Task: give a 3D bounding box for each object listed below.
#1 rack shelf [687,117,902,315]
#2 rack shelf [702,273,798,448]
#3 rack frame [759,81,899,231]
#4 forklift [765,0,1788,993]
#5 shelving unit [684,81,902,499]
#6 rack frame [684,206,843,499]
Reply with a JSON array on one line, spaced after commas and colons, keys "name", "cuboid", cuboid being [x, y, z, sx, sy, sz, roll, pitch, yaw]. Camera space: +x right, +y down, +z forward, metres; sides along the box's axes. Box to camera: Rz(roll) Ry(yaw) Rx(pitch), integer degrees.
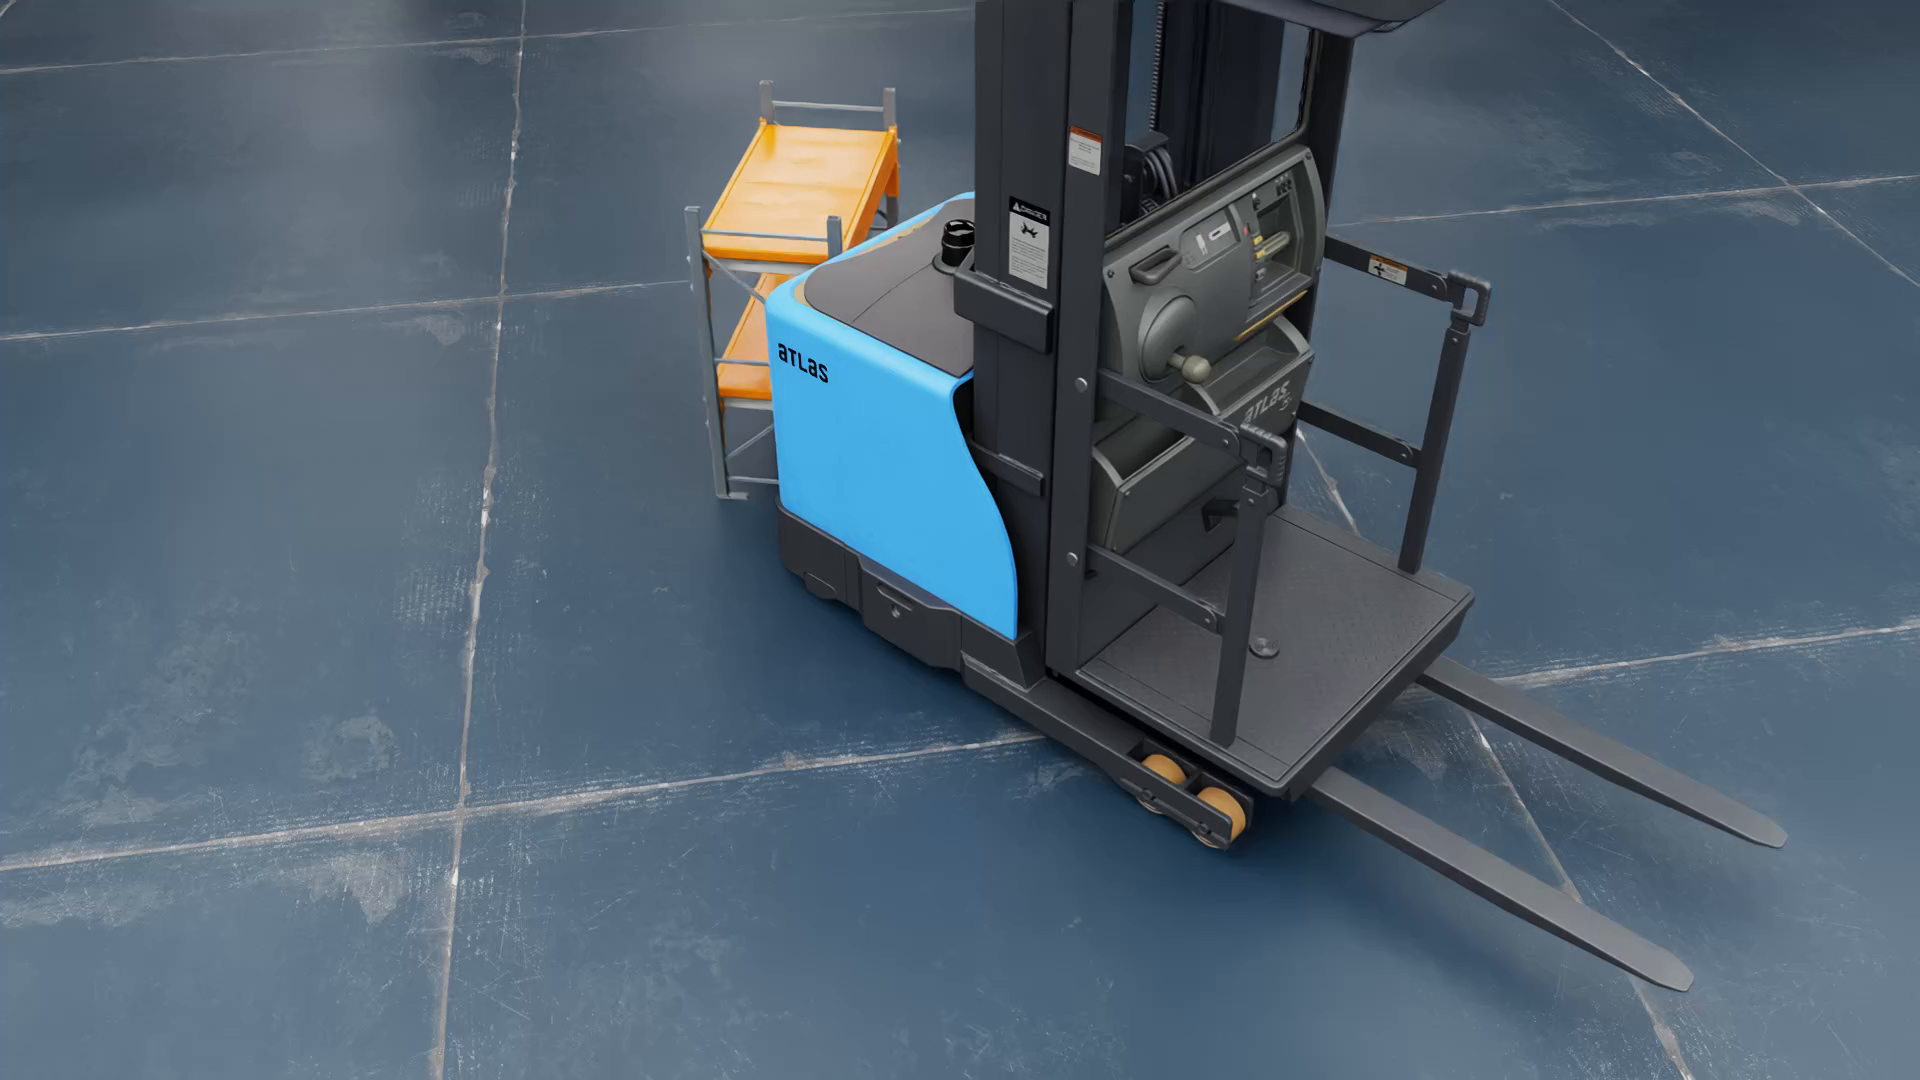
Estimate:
[{"name": "rack shelf", "cuboid": [-0.552, -1.127, 5.806, 0.538, 0.278, 1.000, 5, 38, 6]}, {"name": "rack shelf", "cuboid": [-0.552, -0.702, 6.136, 0.538, 0.278, 1.000, 5, 38, 6]}, {"name": "rack frame", "cuboid": [-0.482, -1.204, 6.383, 0.500, 1.125, 0.032, 5, 38, 6]}, {"name": "forklift", "cuboid": [0.834, -0.666, 4.219, 3.031, 2.935, 1.130, 29, 46, 32]}, {"name": "shelving unit", "cuboid": [-0.552, -0.895, 5.986, 0.538, 1.125, 1.048, 5, 38, 6]}, {"name": "rack frame", "cuboid": [-0.623, -0.587, 5.588, 0.500, 1.125, 0.032, 5, 38, 6]}]
